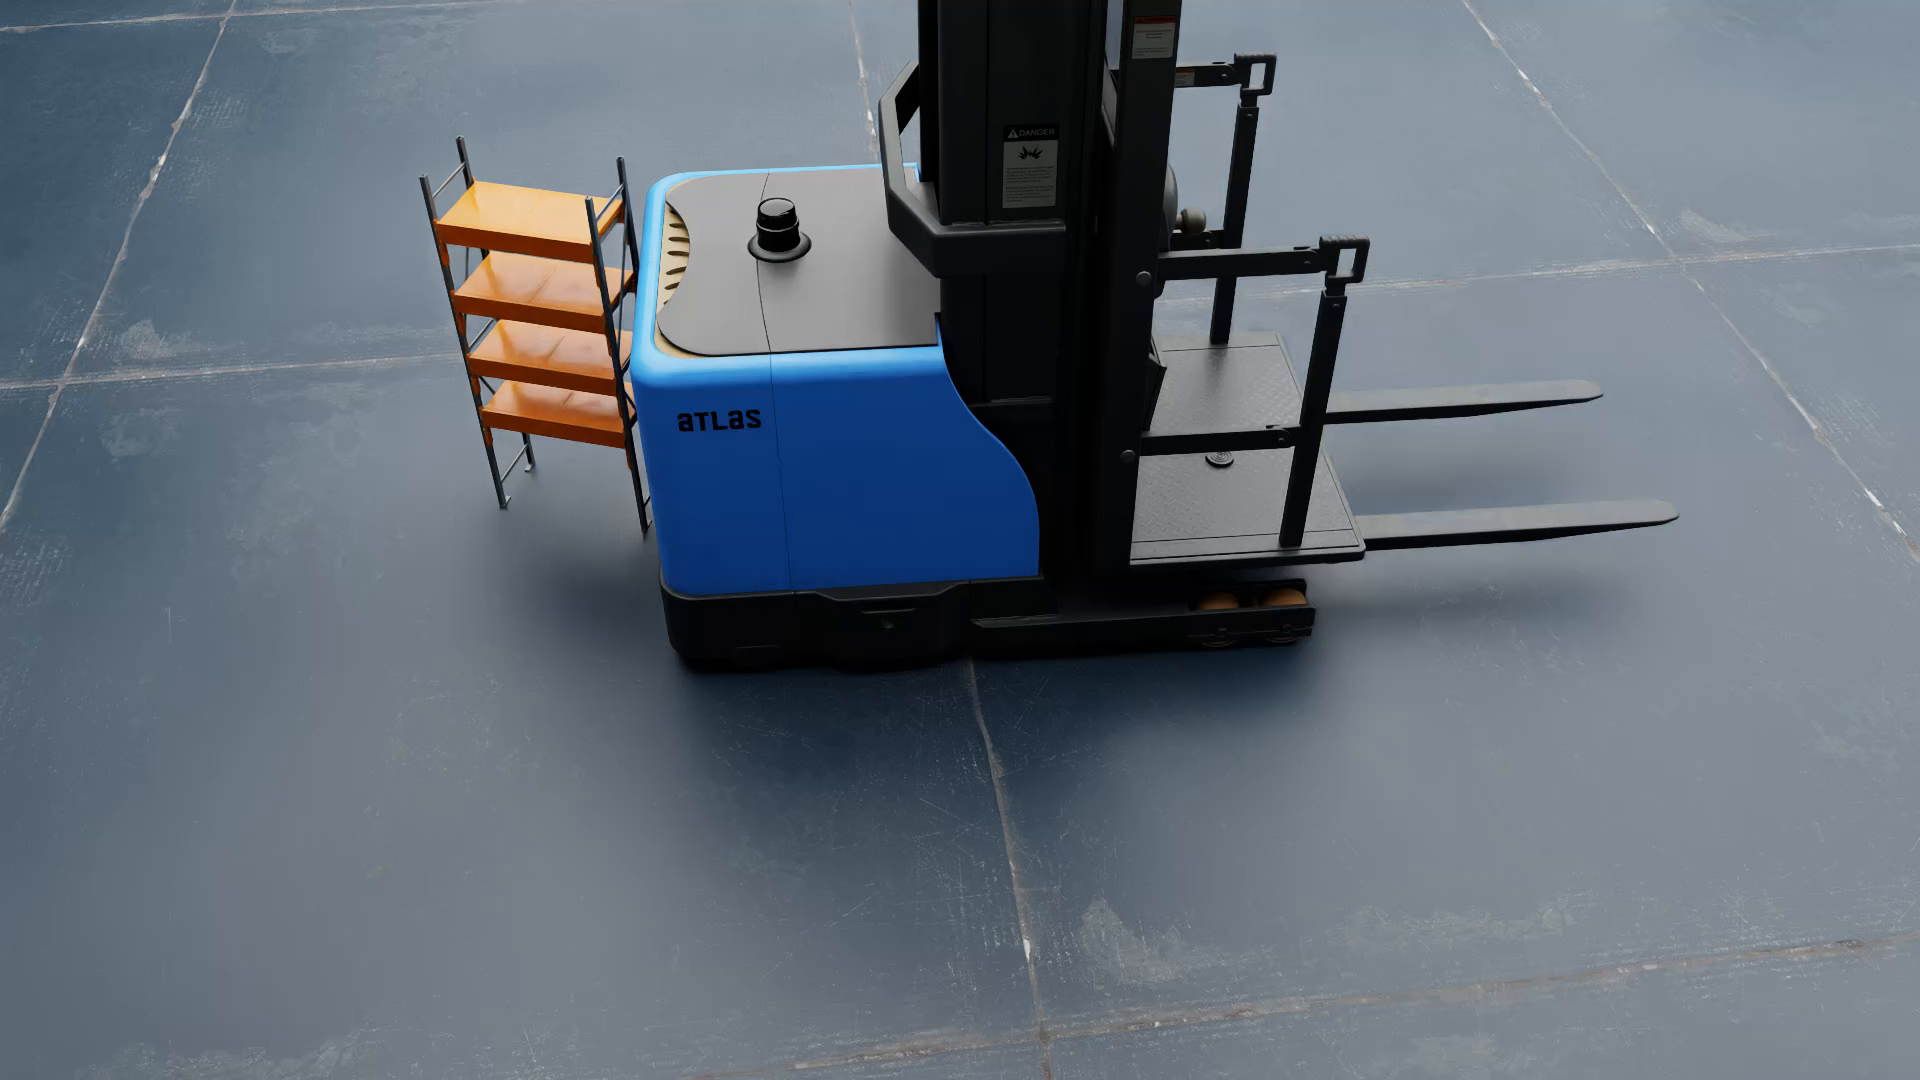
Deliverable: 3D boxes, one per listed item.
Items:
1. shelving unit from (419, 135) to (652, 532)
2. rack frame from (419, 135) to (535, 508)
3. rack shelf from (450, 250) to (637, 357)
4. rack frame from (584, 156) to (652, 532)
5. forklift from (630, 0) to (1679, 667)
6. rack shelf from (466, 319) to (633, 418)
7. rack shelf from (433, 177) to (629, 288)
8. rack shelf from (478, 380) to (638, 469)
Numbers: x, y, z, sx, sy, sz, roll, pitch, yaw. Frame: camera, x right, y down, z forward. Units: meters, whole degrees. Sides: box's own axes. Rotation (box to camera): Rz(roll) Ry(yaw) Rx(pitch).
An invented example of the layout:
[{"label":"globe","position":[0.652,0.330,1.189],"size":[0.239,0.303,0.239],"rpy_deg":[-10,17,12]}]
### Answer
[{"label":"shelving unit","position":[-1.213,-0.589,5.007],"size":[0.503,1.200,0.258],"rpy_deg":[9,43,10]},{"label":"rack frame","position":[-1.449,-0.628,5.050],"size":[0.015,1.200,0.240],"rpy_deg":[9,43,10]},{"label":"rack shelf","position":[-1.213,-0.705,4.902],"size":[0.480,0.148,0.258],"rpy_deg":[9,43,10]},{"label":"rack frame","position":[-0.976,-0.549,4.963],"size":[0.015,1.200,0.240],"rpy_deg":[9,43,10]},{"label":"forklift","position":[0.626,-1.125,4.309],"size":[3.031,2.935,1.130],"rpy_deg":[-3,42,-4]},{"label":"rack shelf","position":[-1.213,-0.539,5.052],"size":[0.480,0.148,0.258],"rpy_deg":[9,43,10]},{"label":"rack shelf","position":[-1.213,-0.880,4.743],"size":[0.480,0.148,0.258],"rpy_deg":[9,43,10]},{"label":"rack shelf","position":[-1.213,-0.391,5.185],"size":[0.480,0.148,0.258],"rpy_deg":[9,43,10]}]
